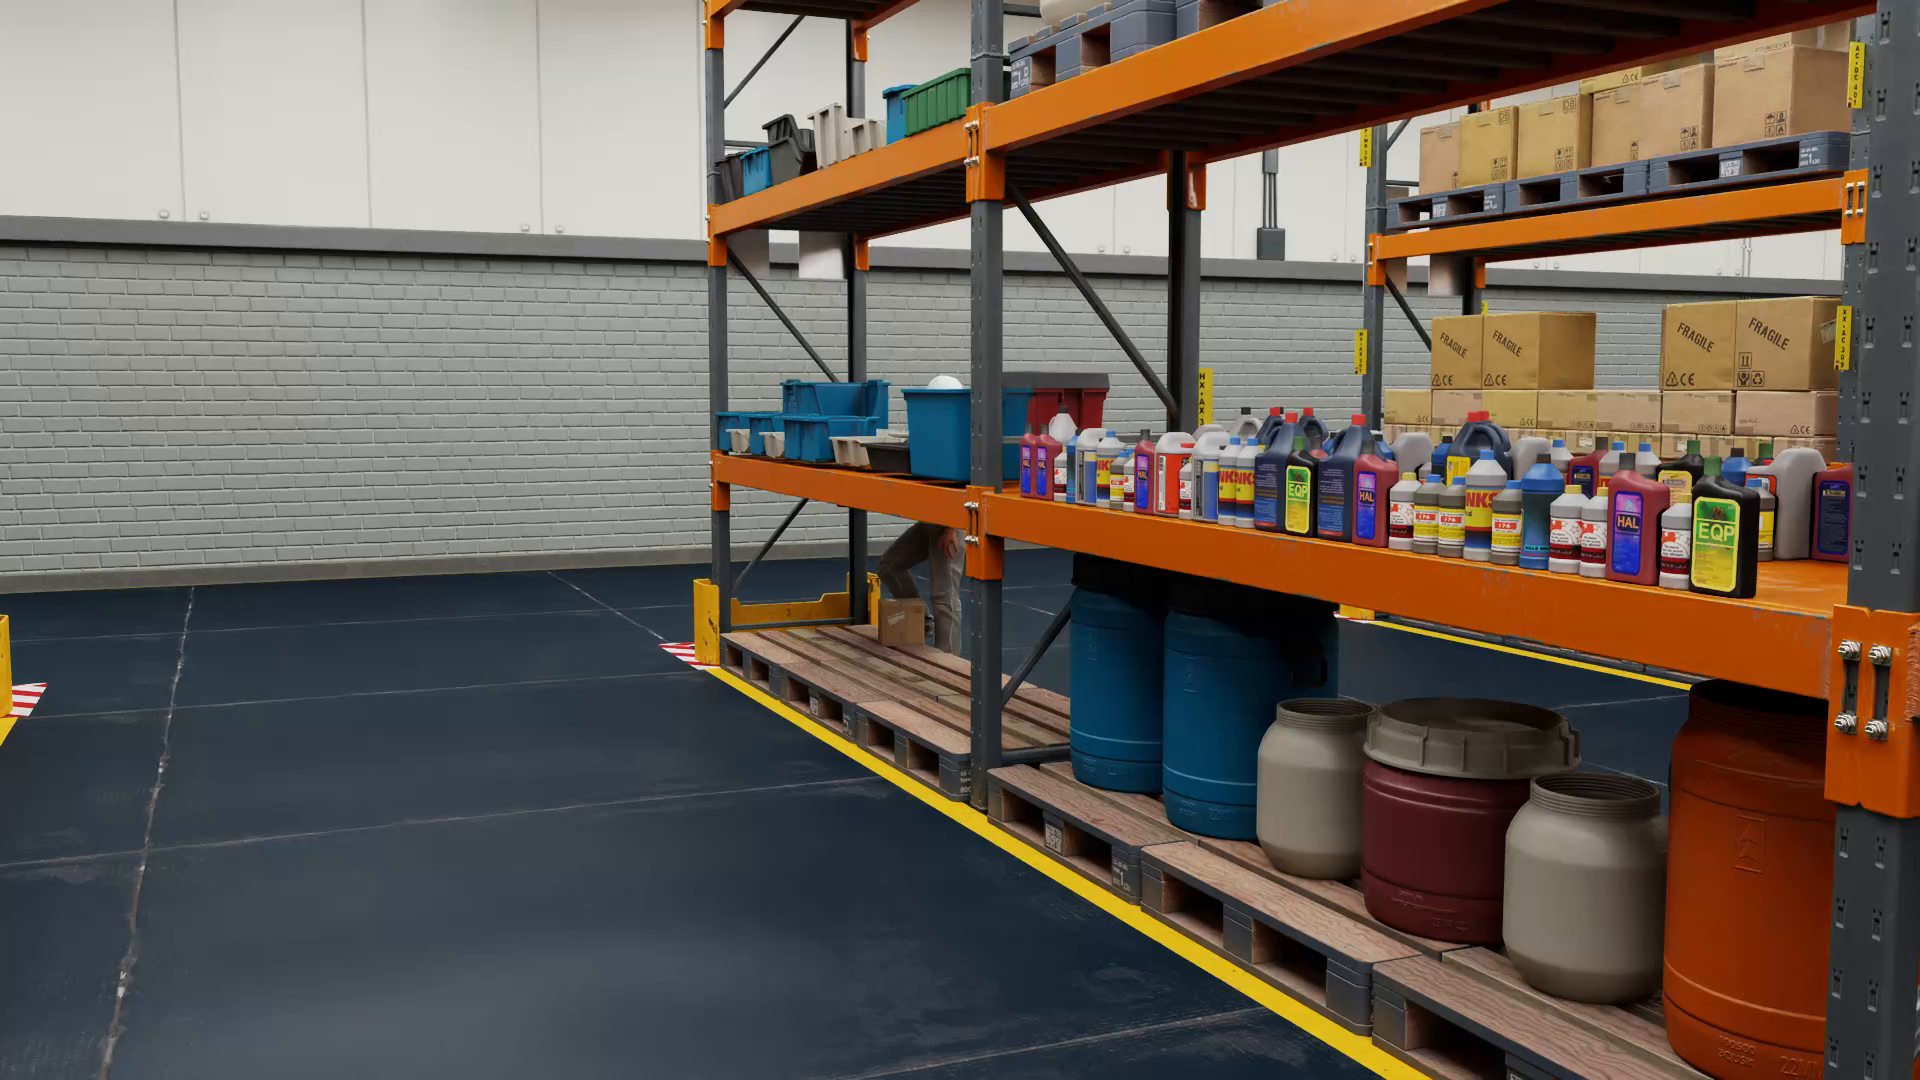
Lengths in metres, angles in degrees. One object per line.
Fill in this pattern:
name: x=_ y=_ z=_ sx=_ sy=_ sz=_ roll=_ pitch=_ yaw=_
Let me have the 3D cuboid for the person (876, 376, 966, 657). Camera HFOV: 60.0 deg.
person: x=-0.179 y=-0.079 z=9.837 sx=0.611 sy=1.777 sz=0.636 roll=-1 pitch=5 yaw=-7
